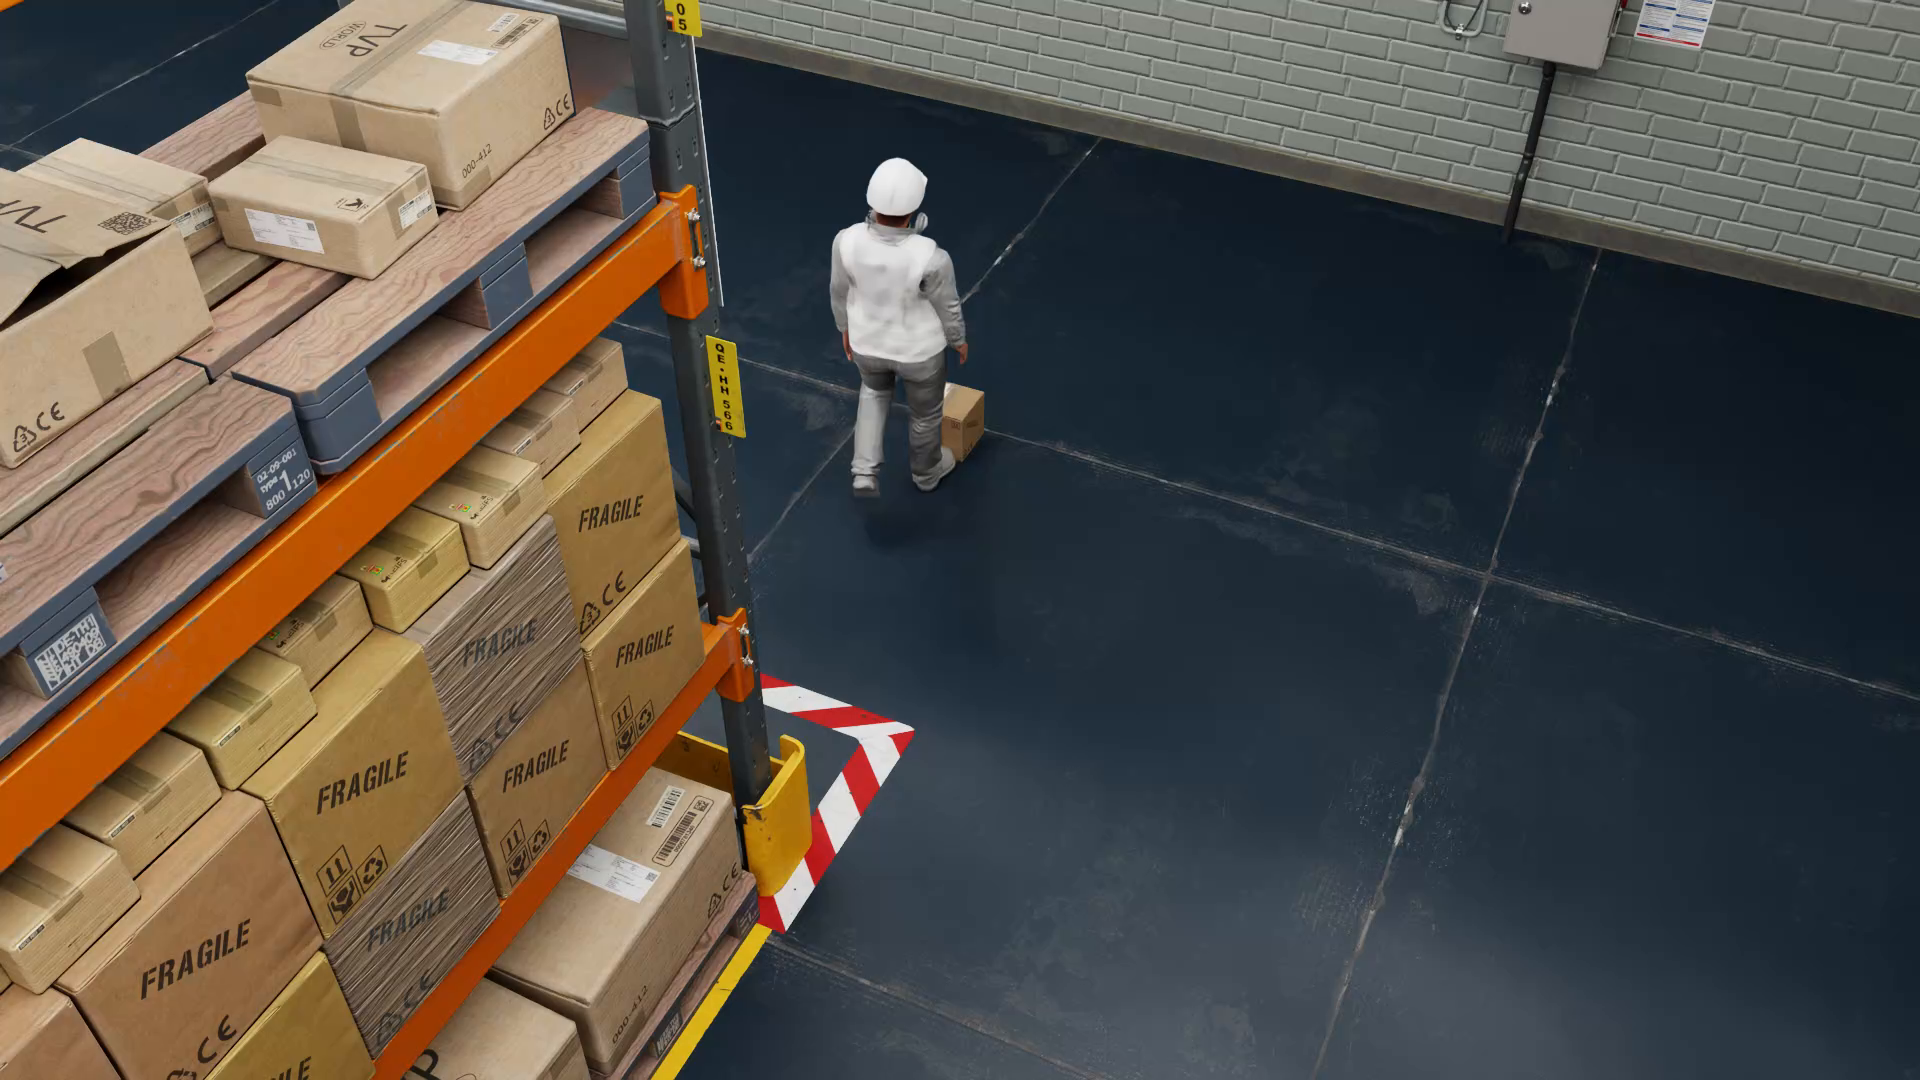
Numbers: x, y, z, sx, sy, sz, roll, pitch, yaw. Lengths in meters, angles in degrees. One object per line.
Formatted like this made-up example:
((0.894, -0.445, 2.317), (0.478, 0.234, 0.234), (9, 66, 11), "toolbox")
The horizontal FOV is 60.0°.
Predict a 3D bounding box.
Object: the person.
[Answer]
((-0.238, -0.886, 7.119), (0.564, 1.763, 0.630), (14, 43, 15), "person")
